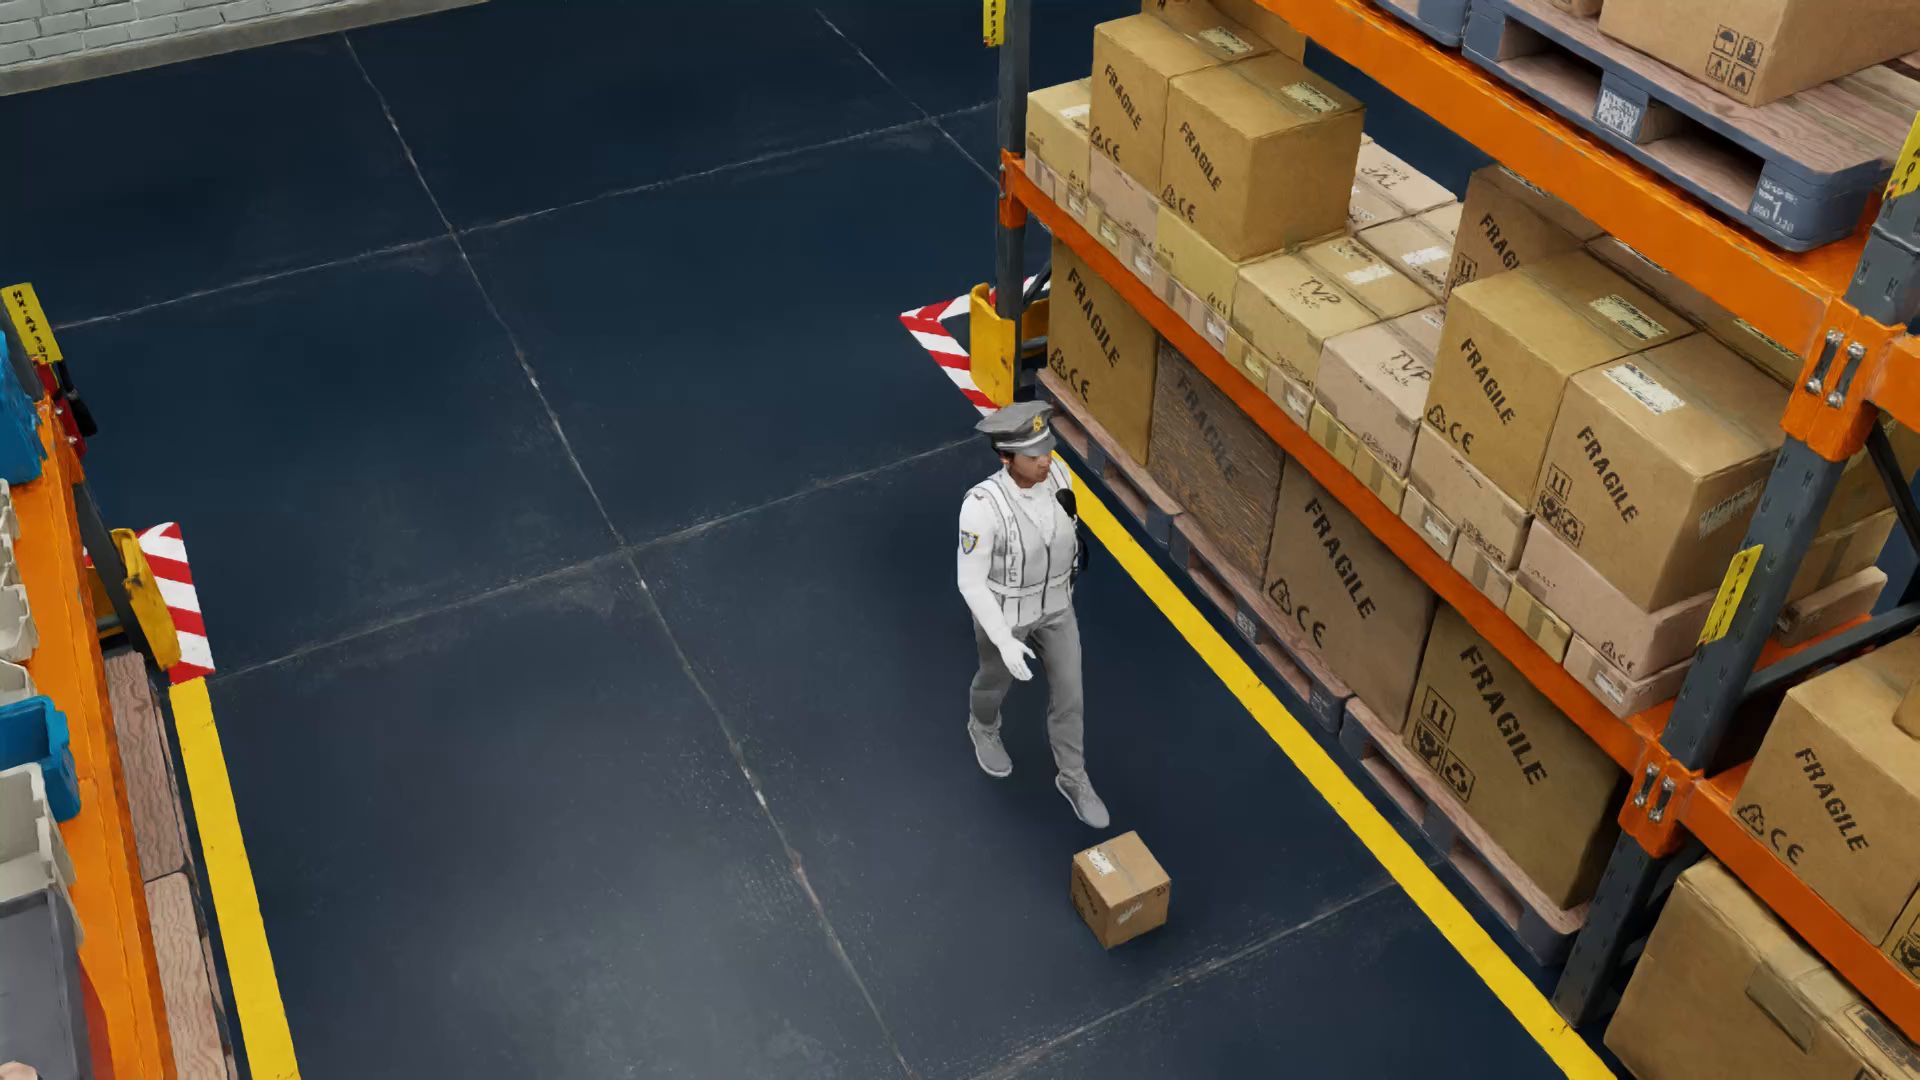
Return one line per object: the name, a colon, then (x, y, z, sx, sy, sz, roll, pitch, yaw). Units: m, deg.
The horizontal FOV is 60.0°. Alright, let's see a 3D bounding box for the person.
person: (0.306, 0.289, 5.844, 0.516, 1.712, 0.688, -23, 46, -23)
